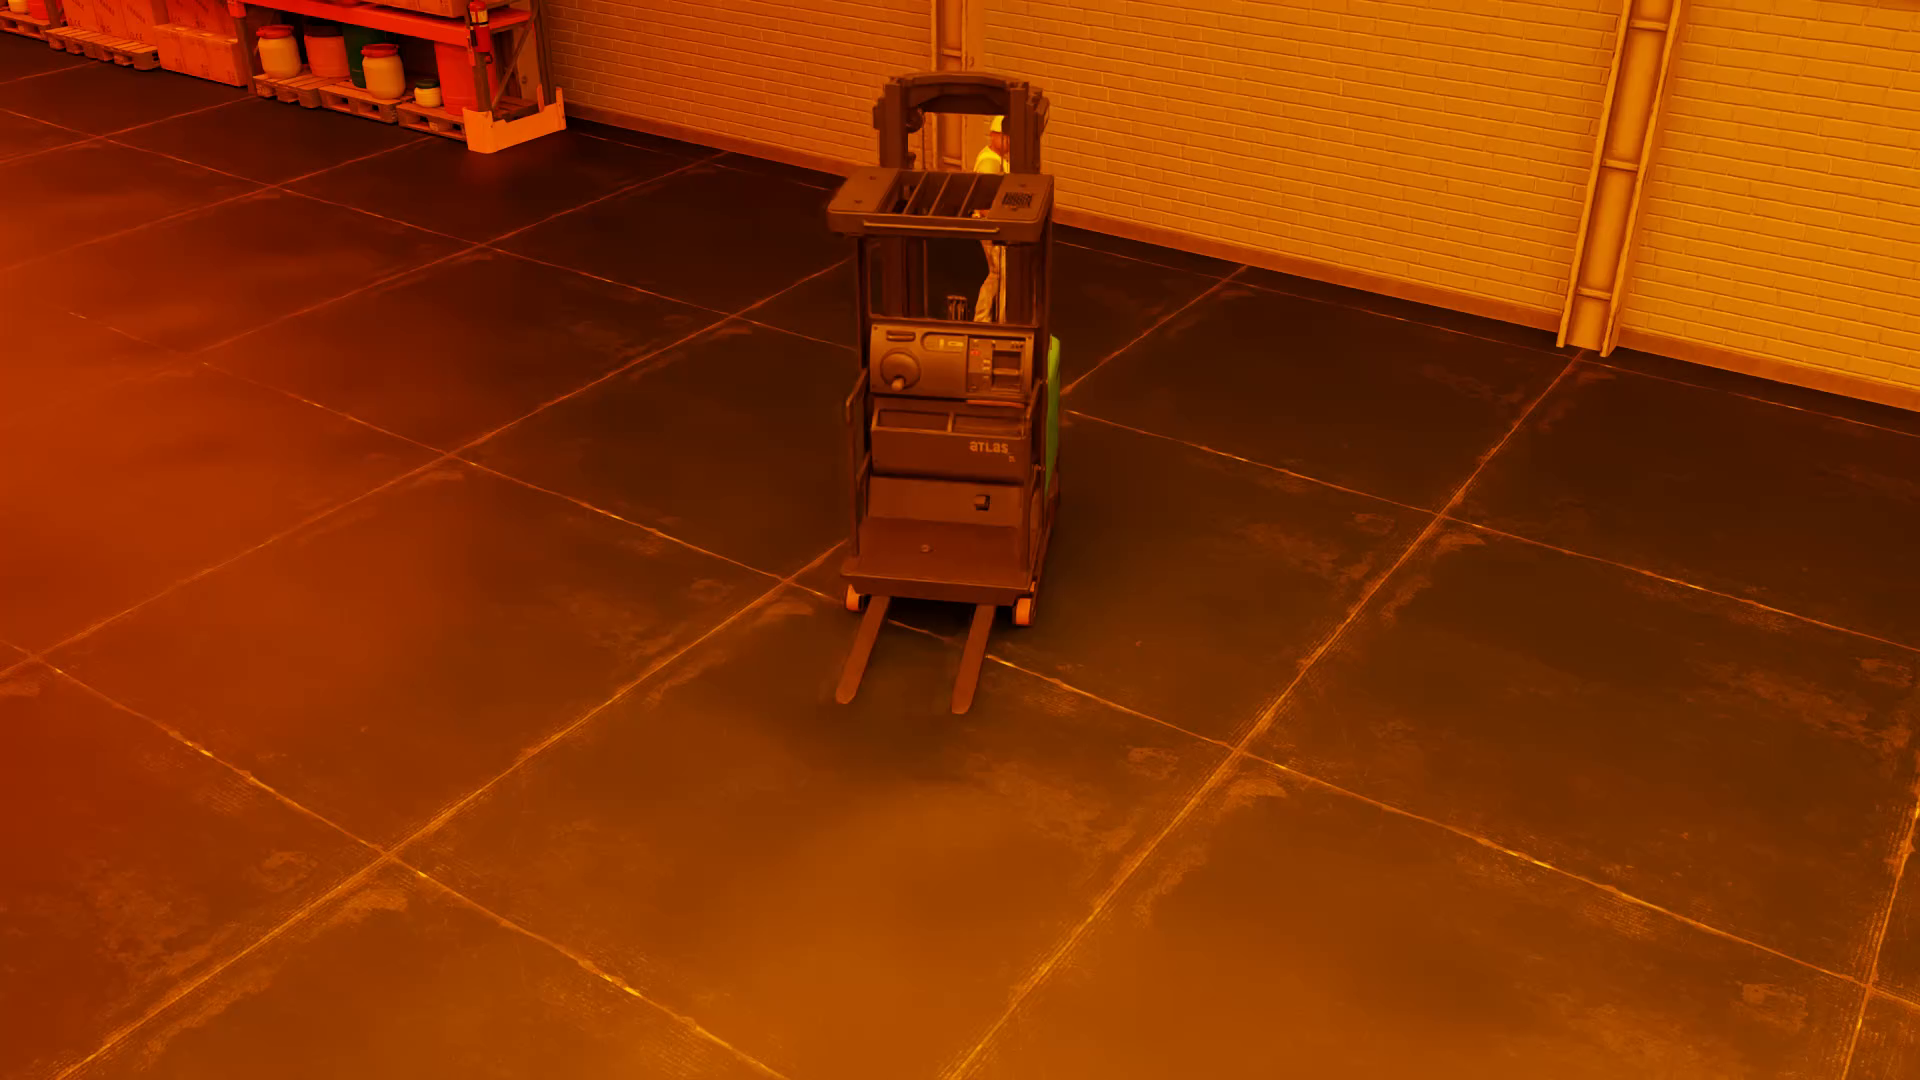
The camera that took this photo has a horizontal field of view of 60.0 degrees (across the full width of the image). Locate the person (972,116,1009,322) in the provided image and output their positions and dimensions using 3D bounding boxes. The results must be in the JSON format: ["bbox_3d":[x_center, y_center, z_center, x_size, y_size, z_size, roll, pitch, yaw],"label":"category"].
[{"bbox_3d":[0.346,-2.419,12.911,0.518,1.764,0.784,-2,30,-4],"label":"person"}]

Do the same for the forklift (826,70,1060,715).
[{"bbox_3d":[-0.079,-0.960,9.235,1.130,2.935,3.031,4,30,8],"label":"forklift"}]
